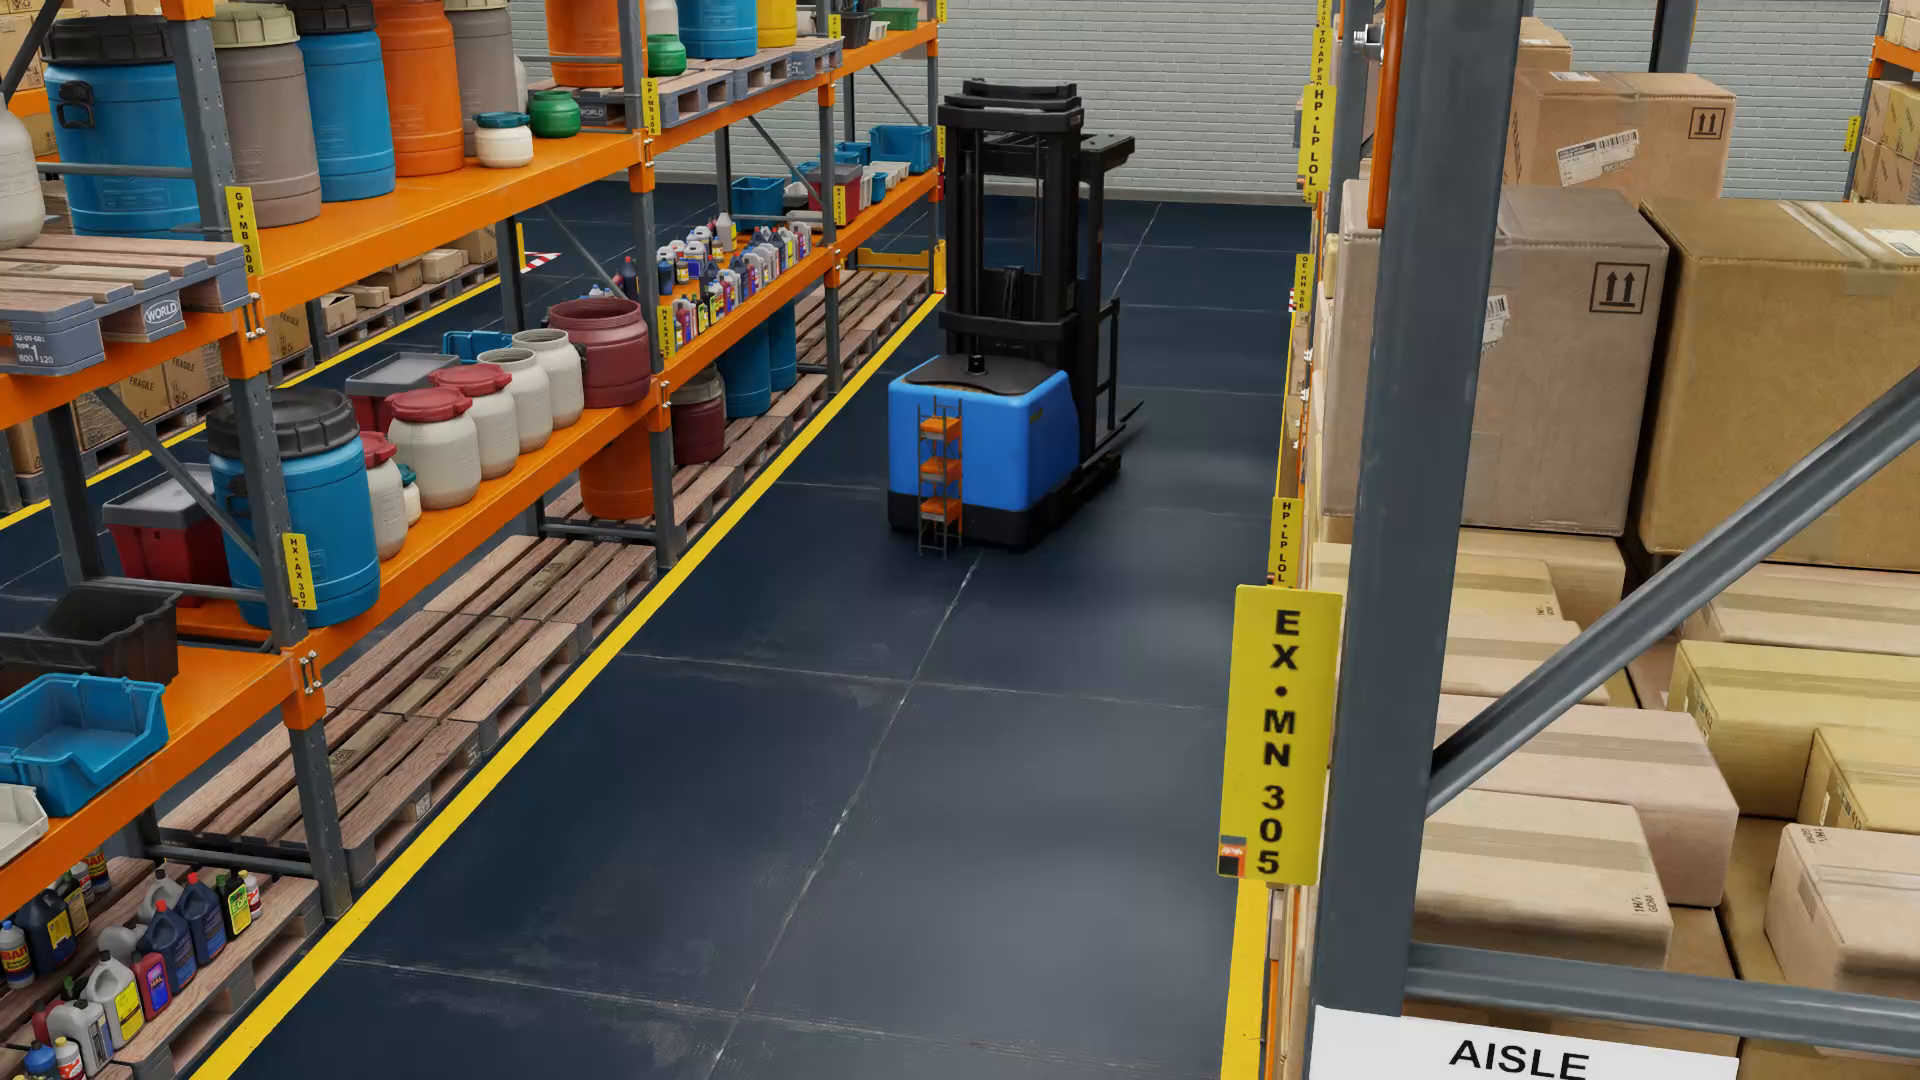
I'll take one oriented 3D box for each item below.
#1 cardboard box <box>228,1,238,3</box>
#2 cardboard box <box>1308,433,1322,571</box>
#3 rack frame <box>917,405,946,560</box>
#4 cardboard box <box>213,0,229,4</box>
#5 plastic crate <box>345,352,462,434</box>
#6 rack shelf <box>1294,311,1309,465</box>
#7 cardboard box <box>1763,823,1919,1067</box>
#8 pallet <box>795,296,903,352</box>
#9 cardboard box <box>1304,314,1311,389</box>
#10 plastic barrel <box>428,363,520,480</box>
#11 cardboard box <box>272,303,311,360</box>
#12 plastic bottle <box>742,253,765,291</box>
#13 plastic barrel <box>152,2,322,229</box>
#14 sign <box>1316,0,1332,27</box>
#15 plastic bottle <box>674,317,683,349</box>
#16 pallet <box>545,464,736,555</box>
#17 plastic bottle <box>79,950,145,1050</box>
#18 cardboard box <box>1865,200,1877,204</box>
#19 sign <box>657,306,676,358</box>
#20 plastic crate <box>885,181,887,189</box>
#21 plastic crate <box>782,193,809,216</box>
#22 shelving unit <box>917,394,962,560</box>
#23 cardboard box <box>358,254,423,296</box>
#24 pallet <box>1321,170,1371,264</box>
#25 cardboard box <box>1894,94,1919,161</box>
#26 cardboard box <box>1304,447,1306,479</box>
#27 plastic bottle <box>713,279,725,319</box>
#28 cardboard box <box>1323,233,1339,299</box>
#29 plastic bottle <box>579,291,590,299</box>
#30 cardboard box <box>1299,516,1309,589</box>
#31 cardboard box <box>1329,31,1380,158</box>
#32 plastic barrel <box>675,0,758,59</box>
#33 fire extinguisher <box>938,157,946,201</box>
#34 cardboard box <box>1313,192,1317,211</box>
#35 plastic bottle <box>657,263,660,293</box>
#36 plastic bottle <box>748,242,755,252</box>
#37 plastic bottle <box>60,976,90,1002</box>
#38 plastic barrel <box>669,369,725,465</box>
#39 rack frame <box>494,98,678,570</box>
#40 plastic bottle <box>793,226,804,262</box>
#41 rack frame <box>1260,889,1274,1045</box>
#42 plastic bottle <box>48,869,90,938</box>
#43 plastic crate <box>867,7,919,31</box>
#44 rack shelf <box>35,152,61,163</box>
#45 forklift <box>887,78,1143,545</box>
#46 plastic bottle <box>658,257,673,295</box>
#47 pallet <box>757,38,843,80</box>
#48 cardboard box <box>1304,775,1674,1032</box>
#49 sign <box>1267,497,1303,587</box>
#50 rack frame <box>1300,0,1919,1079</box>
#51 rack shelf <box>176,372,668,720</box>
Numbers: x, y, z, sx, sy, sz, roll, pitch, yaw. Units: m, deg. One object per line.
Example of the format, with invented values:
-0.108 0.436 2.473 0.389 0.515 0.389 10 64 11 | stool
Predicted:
-6.562 -4.848 14.892 0.500 0.250 0.500 4 22 11 | cardboard box
1.013 -0.022 3.578 0.500 0.250 0.500 4 22 10 | cardboard box
-0.182 -0.370 10.866 0.200 1.050 0.008 10 24 23 | rack frame
-6.570 -4.596 13.905 0.600 0.600 0.600 2 22 6 | cardboard box
-2.992 -0.716 9.030 0.402 0.464 0.583 4 22 11 | plastic crate
2.894 -1.274 11.464 1.077 0.370 4.000 4 22 11 | rack shelf
1.136 0.460 1.848 0.380 0.149 0.250 4 22 11 | cardboard box
-1.188 -2.142 16.391 1.003 0.211 1.213 4 22 11 | pallet
2.344 -1.122 9.990 0.500 0.500 0.500 5 23 13 | cardboard box
-2.531 -0.613 8.680 0.433 0.535 0.433 0 22 0 | plastic barrel
-6.215 -1.938 14.907 0.500 0.500 0.500 4 22 11 | cardboard box
-1.563 -2.038 12.565 0.152 0.276 0.135 4 22 11 | plastic bottle
-3.154 -1.856 7.261 0.600 0.901 0.600 0 22 0 | plastic barrel
2.758 -4.049 12.578 0.100 0.325 0.005 4 22 11 | sign
-1.888 -1.371 11.008 0.097 0.201 0.097 0 22 0 | plastic bottle
-2.243 -0.252 11.696 1.003 0.211 1.213 4 22 11 | pallet
-3.133 1.680 6.124 0.144 0.351 0.185 4 22 11 | plastic bottle
8.448 -2.986 15.089 0.380 0.149 0.250 4 22 9 | cardboard box
-1.823 -1.290 10.323 0.100 0.325 0.005 4 22 11 | sign
-0.868 -3.455 16.189 0.298 0.136 0.250 4 22 11 | plastic crate
-1.581 -3.047 15.191 0.437 0.125 0.590 4 22 11 | plastic crate
-0.132 -0.411 10.969 0.215 1.050 0.252 10 24 23 | shelving unit
-6.017 -2.829 17.115 0.797 0.503 0.637 4 22 11 | cardboard box
2.108 -1.315 6.839 1.213 0.211 1.003 4 22 11 | pallet
8.377 -3.517 14.202 0.500 0.500 0.500 4 22 10 | cardboard box
1.919 -0.406 7.985 0.500 0.250 0.500 4 22 9 | cardboard box
-1.719 -1.706 11.746 0.097 0.271 0.097 0 22 0 | plastic bottle
1.302 -0.825 5.038 0.380 0.149 0.250 4 22 9 | cardboard box
-2.570 -1.571 11.411 0.097 0.271 0.097 0 22 0 | plastic bottle
1.228 0.267 4.805 0.500 0.500 0.500 4 22 11 | cardboard box
1.935 -2.024 7.545 0.500 0.500 0.500 4 22 9 | cardboard box
-1.745 -3.899 11.772 0.600 0.901 0.708 4 22 11 | plastic barrel
-0.255 -3.991 17.851 0.296 0.674 0.183 4 22 11 | fire extinguisher
3.134 -2.944 13.446 0.500 0.500 0.500 5 22 12 | cardboard box
-2.327 -2.001 12.372 0.144 0.351 0.185 4 22 11 | plastic bottle
-1.614 -2.173 12.905 0.097 0.271 0.097 0 22 0 | plastic bottle
-3.239 1.713 6.133 0.061 0.283 0.133 4 22 11 | plastic bottle
-2.049 -0.923 12.296 0.600 0.588 0.708 4 22 11 | plastic barrel
-2.363 -1.254 10.451 1.000 3.000 0.127 4 22 11 | rack frame
-1.313 -2.405 13.467 0.061 0.283 0.133 4 22 11 | plastic bottle
1.670 0.587 5.881 1.000 3.000 0.127 4 22 11 | rack frame
-3.608 1.477 6.719 0.061 0.283 0.133 4 22 11 | plastic bottle
-0.652 -5.090 16.245 0.450 0.188 0.336 4 22 11 | plastic crate
-10.837 -3.869 17.909 1.077 0.370 4.000 4 22 11 | rack shelf
0.570 -1.841 12.000 1.130 2.935 3.031 10 24 23 | forklift
-2.199 -1.971 12.404 0.097 0.271 0.097 0 22 0 | plastic bottle
-1.611 -3.726 12.828 1.213 0.211 1.003 4 22 11 | pallet
0.605 0.418 1.953 0.380 0.149 0.250 4 22 11 | cardboard box
1.126 0.009 5.767 0.100 0.325 0.005 4 22 11 | sign
0.853 -0.733 1.128 1.000 3.000 0.127 4 22 11 | rack frame
-2.771 -0.188 8.769 1.077 0.370 4.000 4 22 11 | rack shelf
